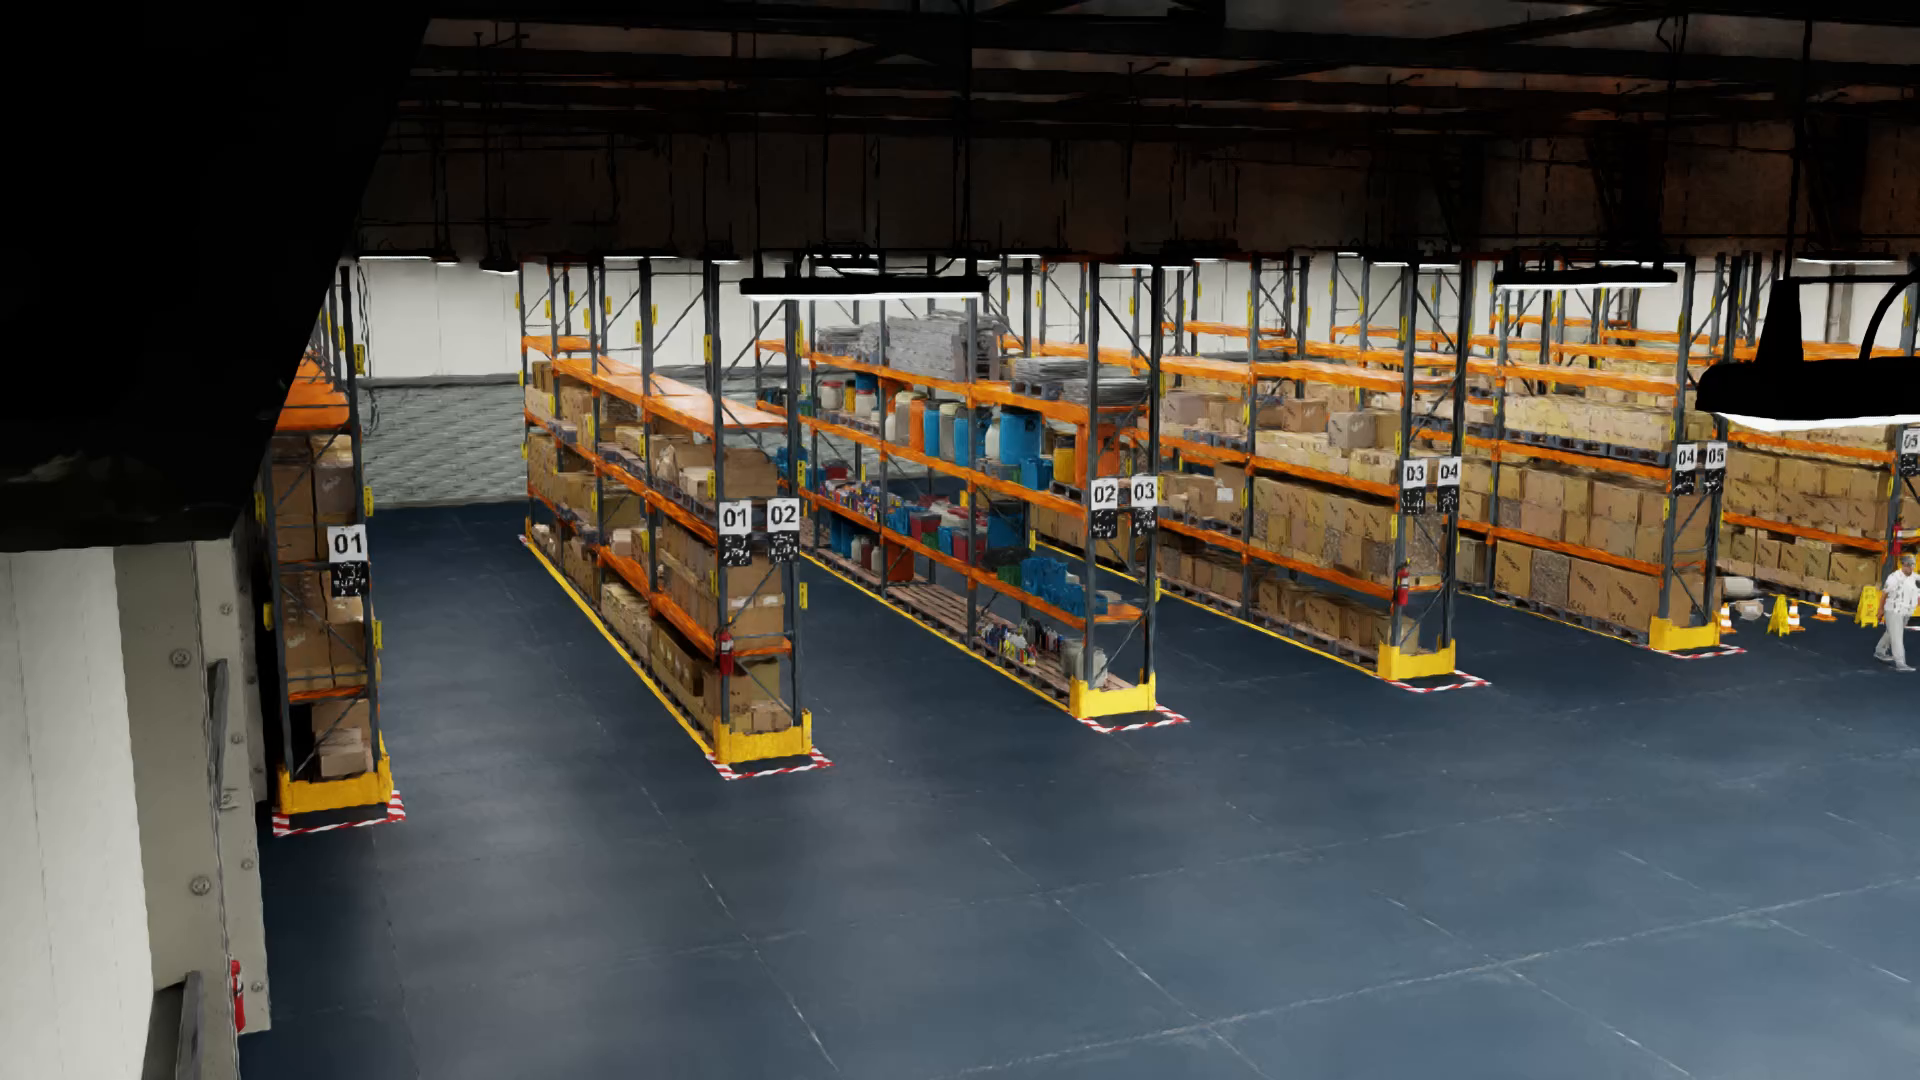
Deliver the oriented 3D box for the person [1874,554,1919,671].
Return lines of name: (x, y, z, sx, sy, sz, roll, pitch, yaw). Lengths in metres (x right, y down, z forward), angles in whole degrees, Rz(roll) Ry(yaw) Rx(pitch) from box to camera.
person: (13.928, 1.031, 24.576, 0.533, 1.707, 1.040, -2, 11, -13)
